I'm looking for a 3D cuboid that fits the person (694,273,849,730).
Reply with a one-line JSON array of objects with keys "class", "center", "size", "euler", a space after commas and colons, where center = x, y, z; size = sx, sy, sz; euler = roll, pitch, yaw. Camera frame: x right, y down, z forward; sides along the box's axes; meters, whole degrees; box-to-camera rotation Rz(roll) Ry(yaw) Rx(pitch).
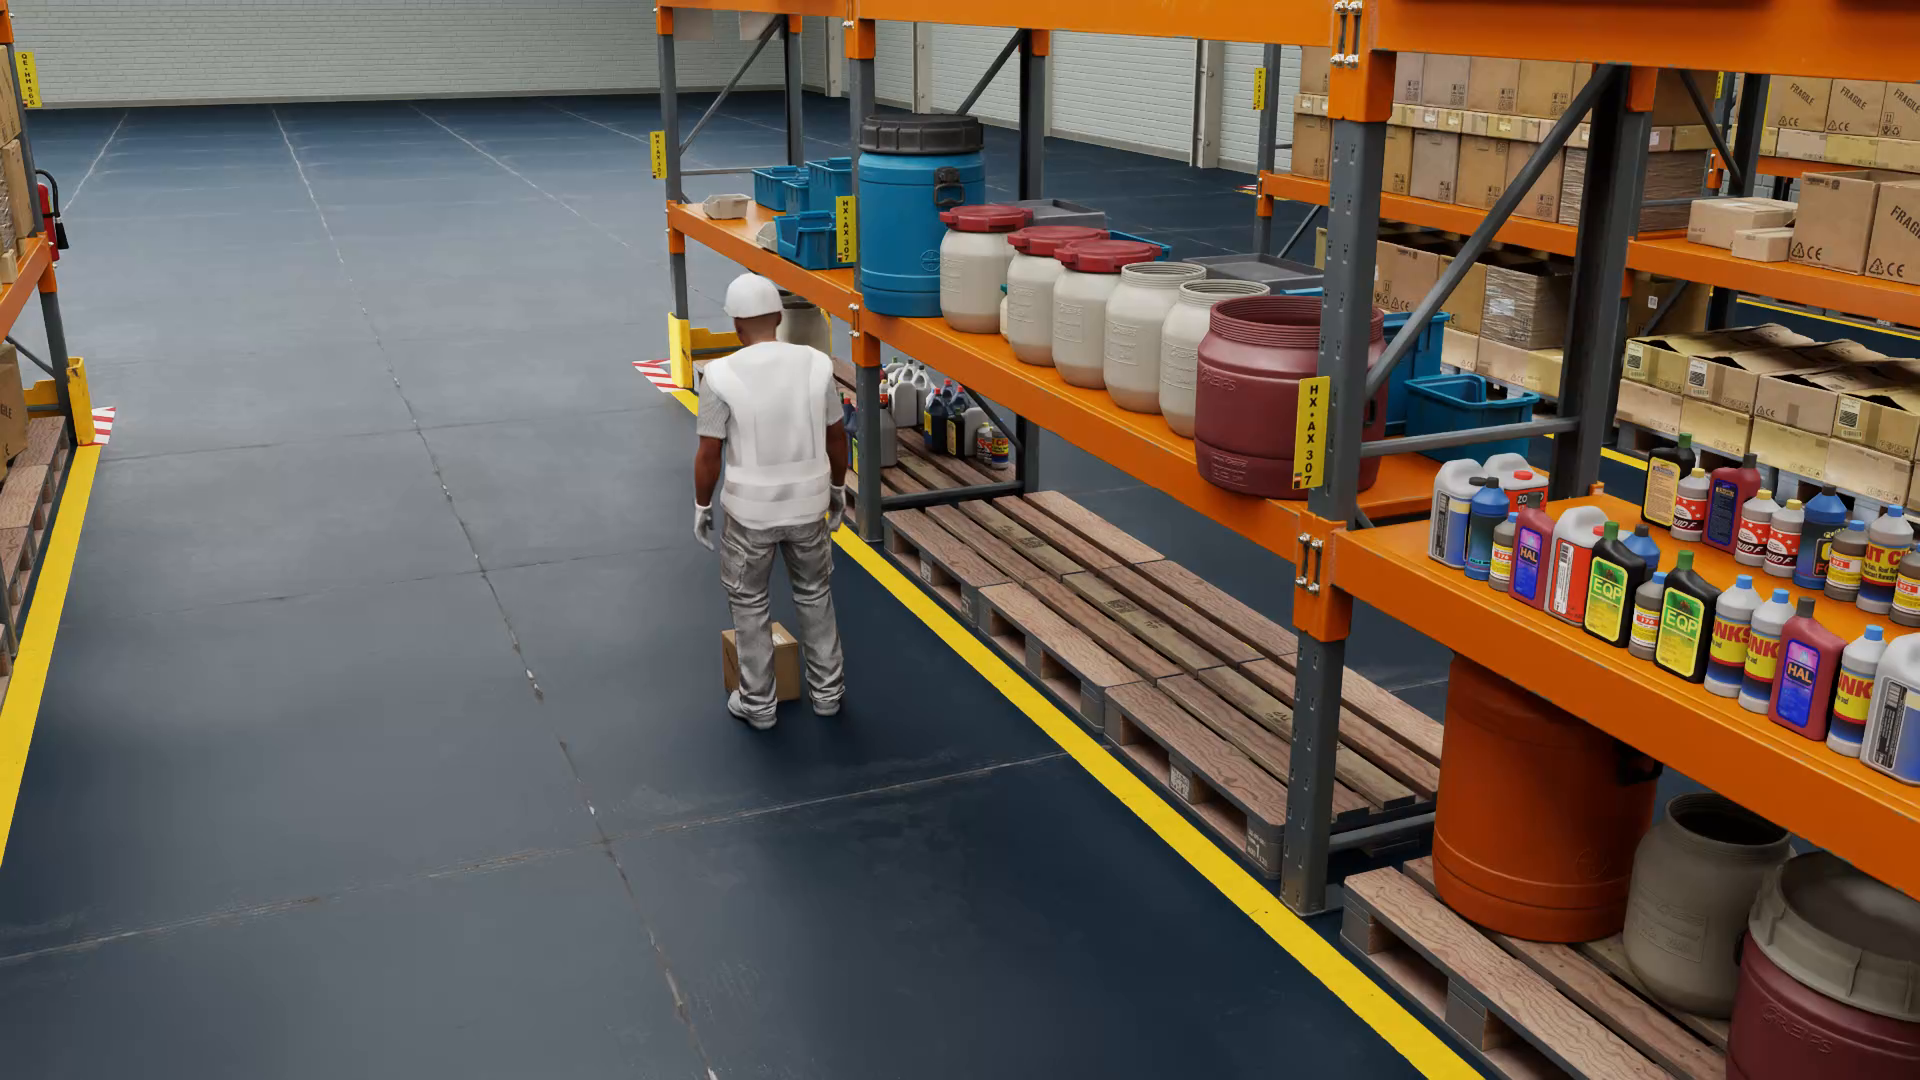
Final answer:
[{"class": "person", "center": [-0.728, -0.139, 6.457], "size": [0.628, 1.774, 0.453], "euler": [-8, 20, -23]}]
